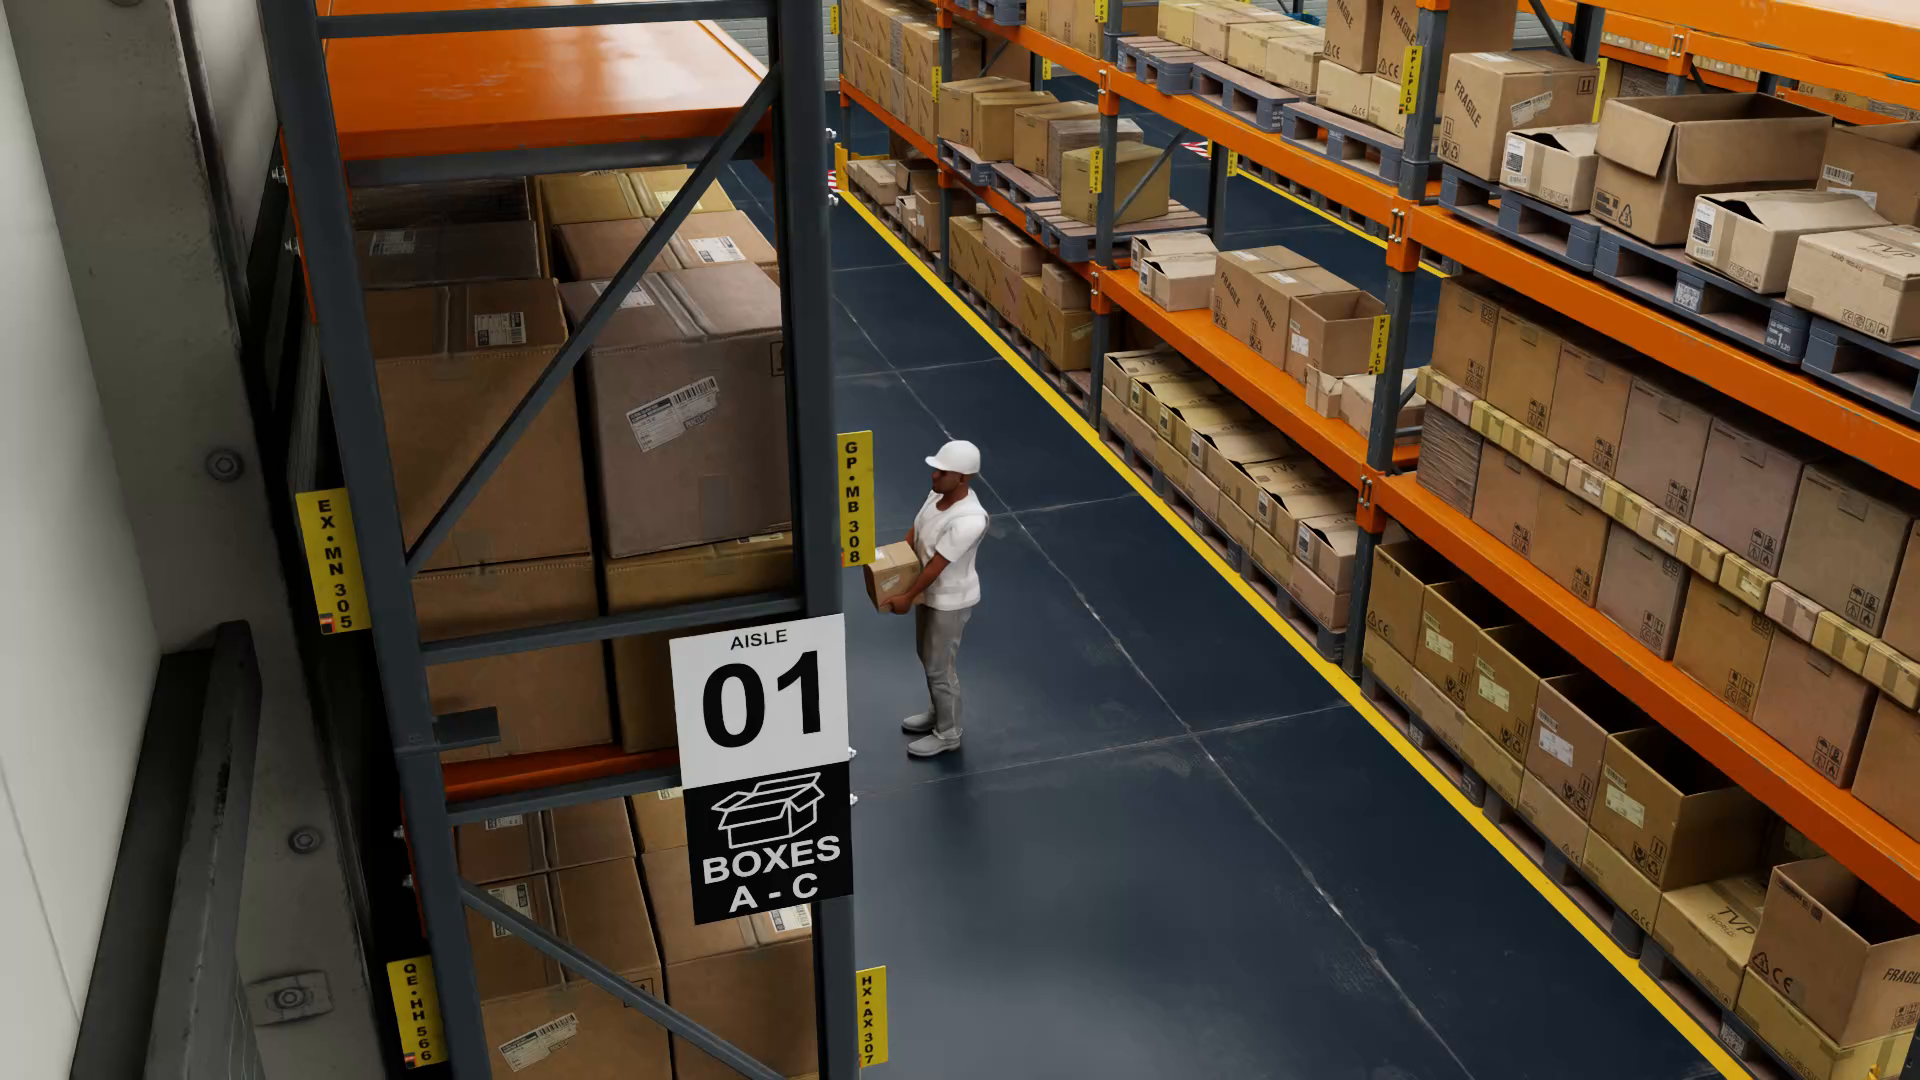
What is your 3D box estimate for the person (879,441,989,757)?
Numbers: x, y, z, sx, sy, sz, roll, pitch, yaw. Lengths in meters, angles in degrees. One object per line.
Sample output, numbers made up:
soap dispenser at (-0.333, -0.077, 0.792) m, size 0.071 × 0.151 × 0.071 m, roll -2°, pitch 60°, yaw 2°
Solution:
person at (-0.170, 0.312, 8.710) m, size 0.587 × 1.758 × 0.503 m, roll -8°, pitch 27°, yaw -15°
